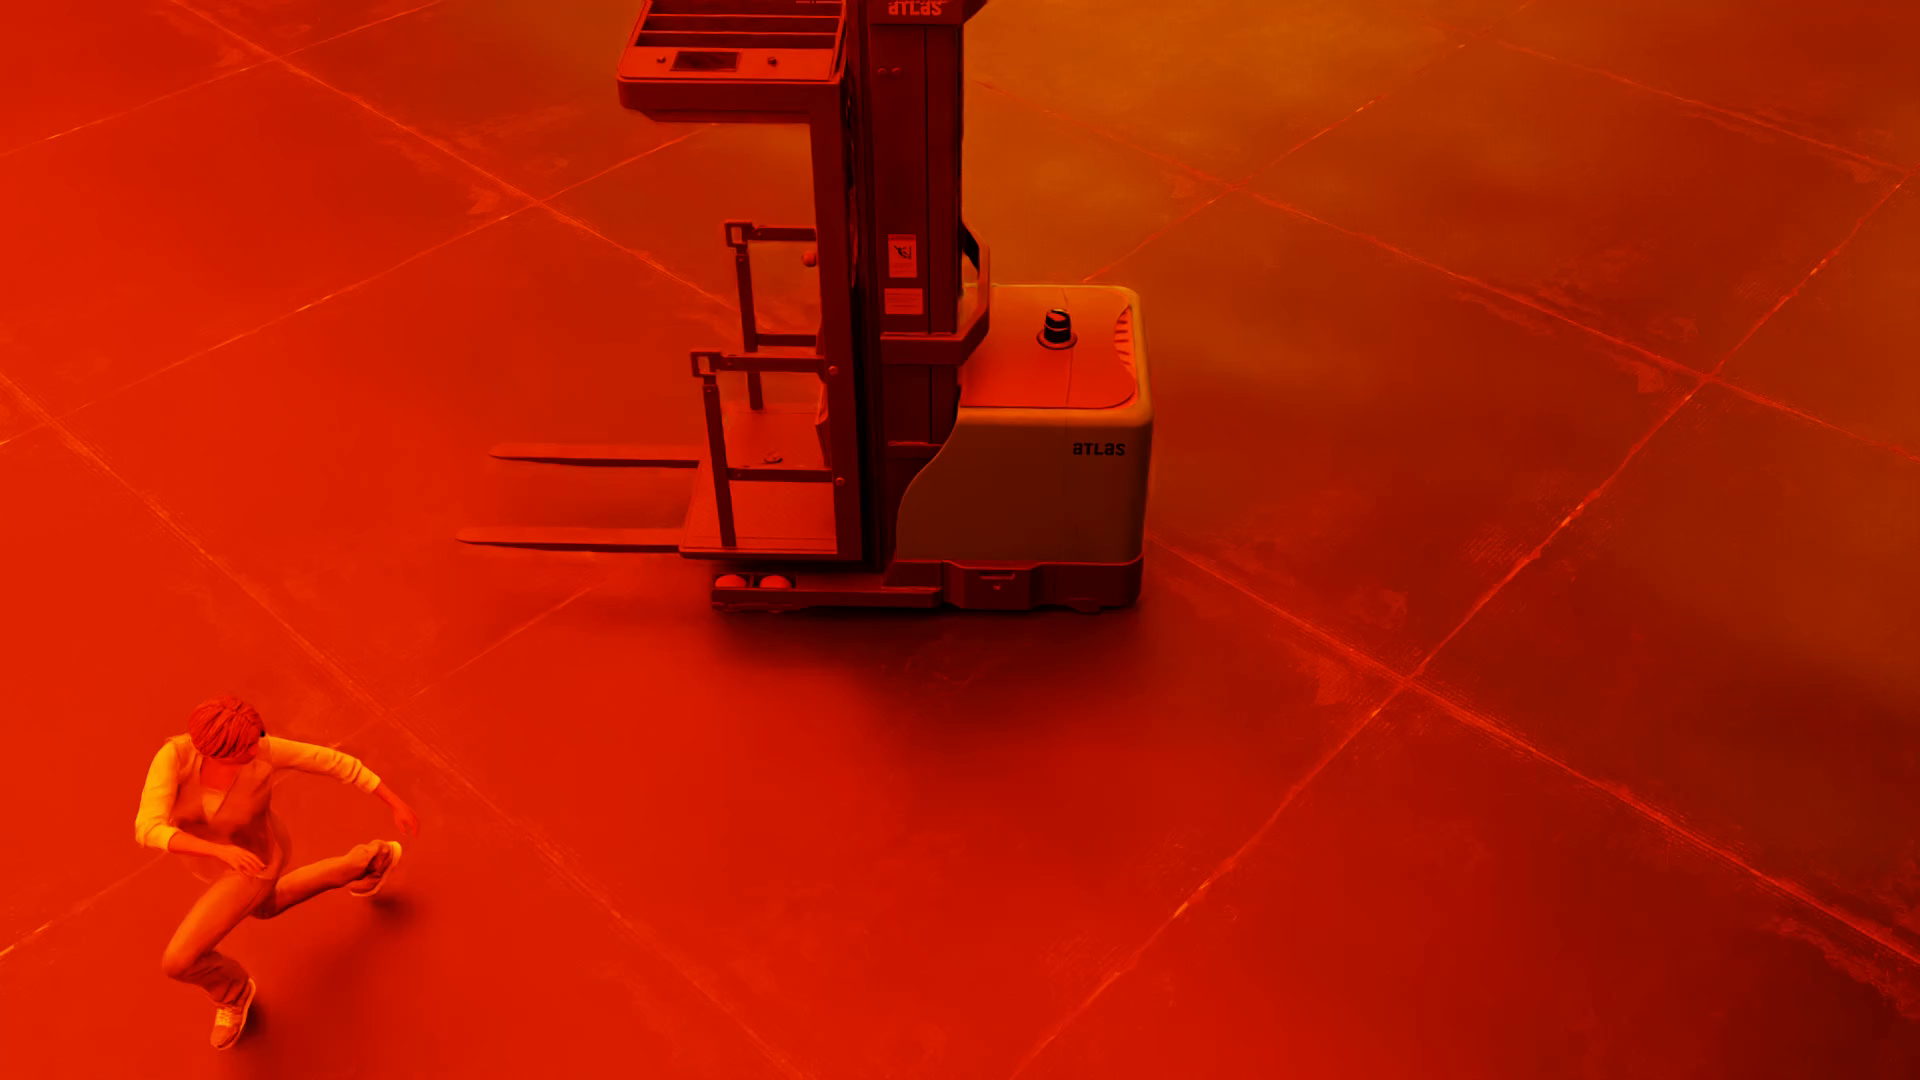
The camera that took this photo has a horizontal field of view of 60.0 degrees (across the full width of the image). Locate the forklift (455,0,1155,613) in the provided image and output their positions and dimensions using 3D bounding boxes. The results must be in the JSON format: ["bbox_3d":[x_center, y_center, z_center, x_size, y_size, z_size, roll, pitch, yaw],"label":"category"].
[{"bbox_3d":[-0.708,-1.137,6.754,3.031,2.935,1.130,1,41,1],"label":"forklift"}]

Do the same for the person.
[{"bbox_3d":[-2.242,1.035,5.497,0.650,1.351,0.871,16,43,18],"label":"person"}]
